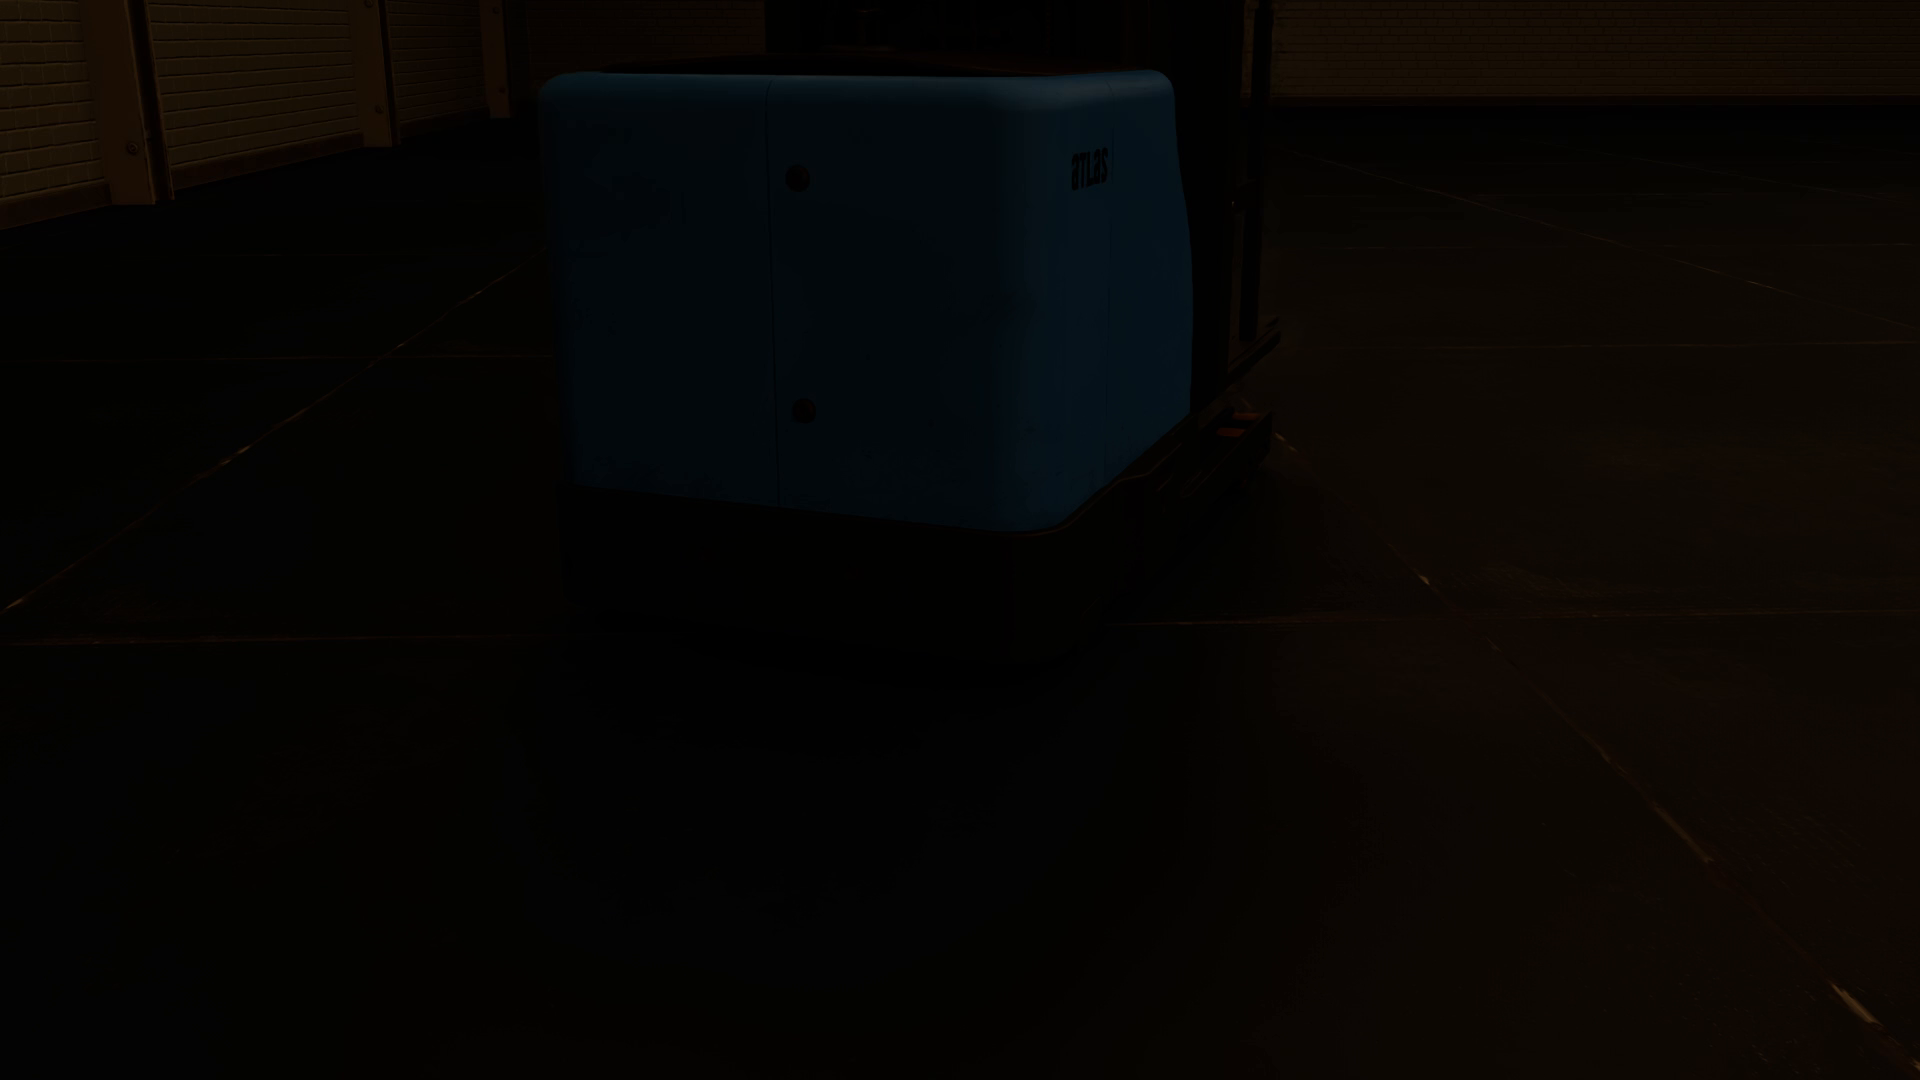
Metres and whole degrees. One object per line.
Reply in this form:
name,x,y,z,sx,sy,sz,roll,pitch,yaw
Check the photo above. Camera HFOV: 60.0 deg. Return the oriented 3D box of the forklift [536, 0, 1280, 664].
forklift,0.211,-1.571,4.042,1.130,2.935,3.031,6,18,20
